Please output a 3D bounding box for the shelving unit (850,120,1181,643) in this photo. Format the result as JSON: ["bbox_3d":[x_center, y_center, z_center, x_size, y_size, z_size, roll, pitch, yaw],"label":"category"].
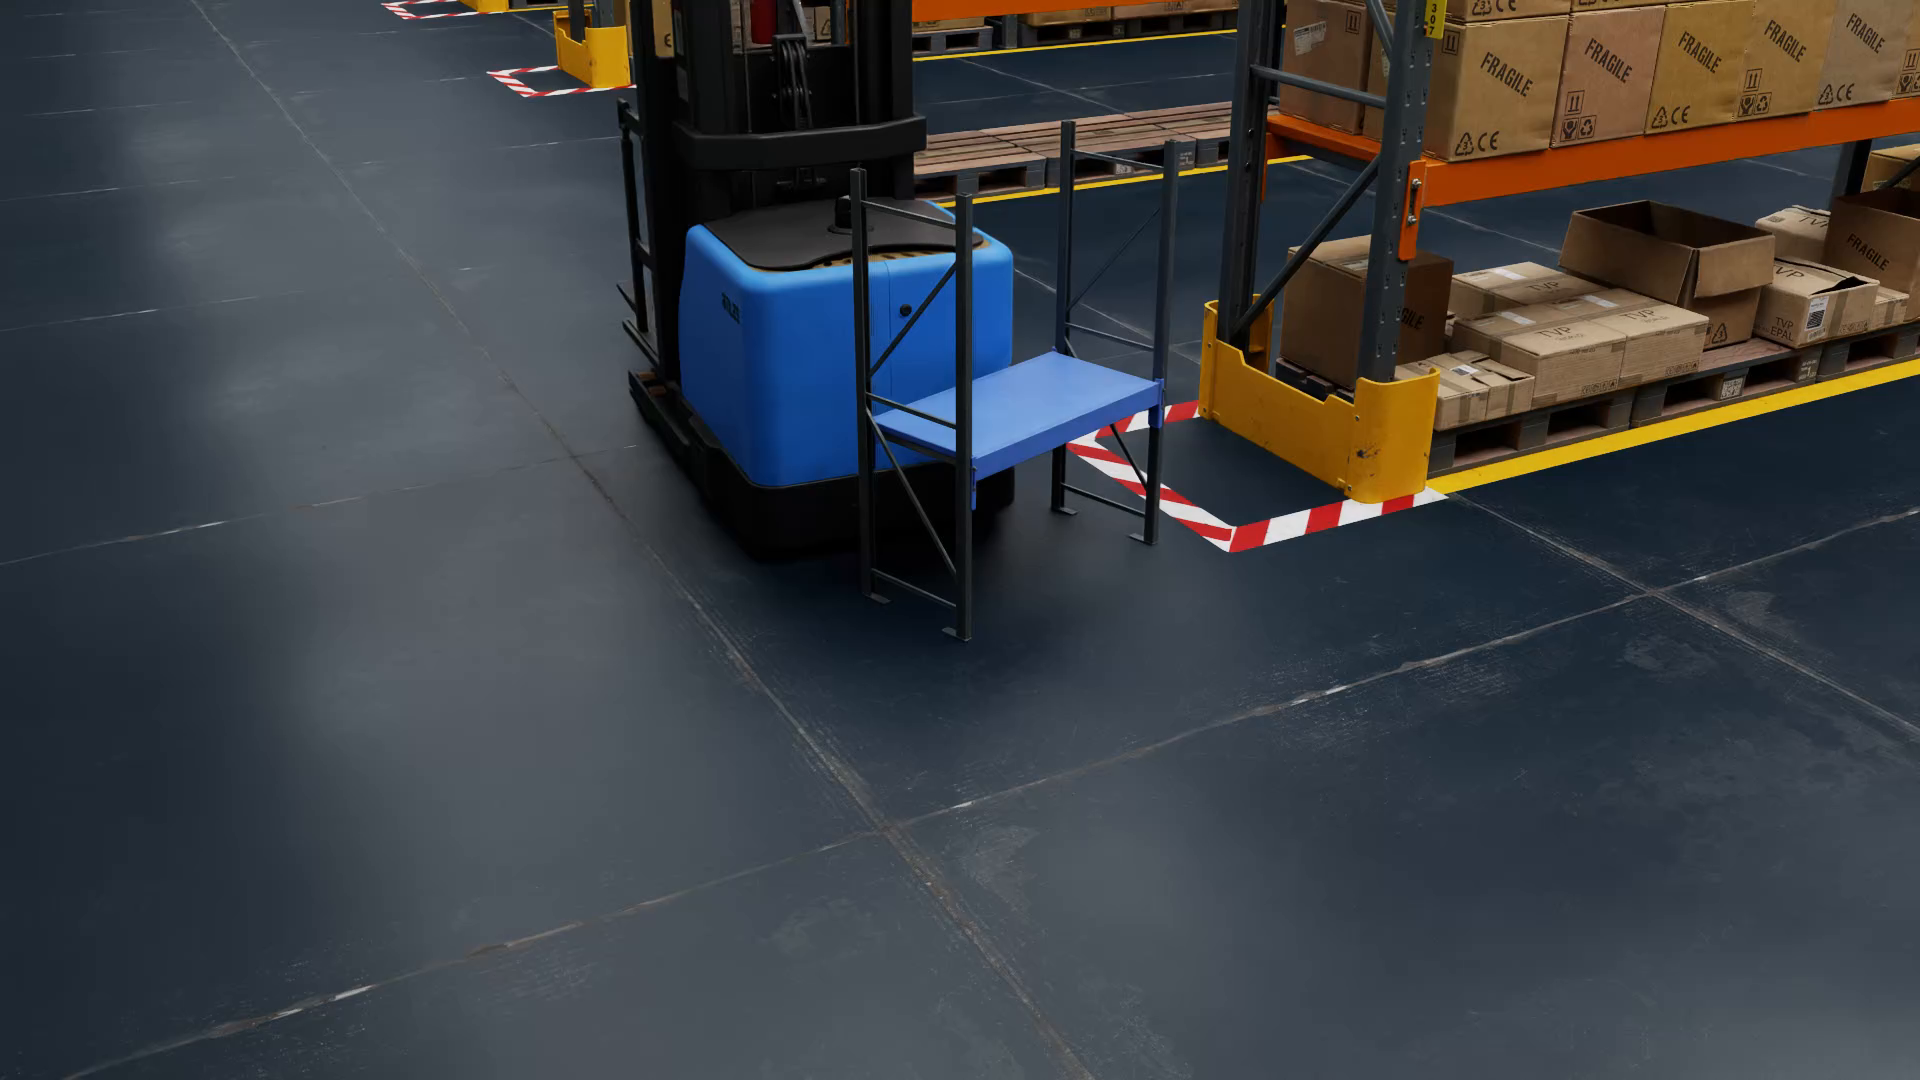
[{"bbox_3d":[0.197,-0.572,5.708,0.538,1.500,1.048,22,34,38],"label":"shelving unit"}]

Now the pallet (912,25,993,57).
[{"bbox_3d":[-0.438,-4.943,16.301,1.213,0.211,1.003,-13,29,-25],"label":"pallet"}]

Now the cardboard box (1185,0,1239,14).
[{"bbox_3d":[2.391,-6.060,17.376,0.875,0.875,1.225,-13,29,-25],"label":"cardboard box"}]

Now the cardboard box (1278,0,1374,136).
[{"bbox_3d":[1.666,-1.967,6.765,0.500,0.500,0.500,-12,28,-24],"label":"cardboard box"}]

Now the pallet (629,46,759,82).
[{"bbox_3d":[-2.591,-4.446,15.266,1.213,0.211,1.003,-13,29,-25],"label":"pallet"}]

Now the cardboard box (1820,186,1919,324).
[{"bbox_3d":[4.559,-1.388,8.055,0.500,0.500,0.500,-13,29,-25],"label":"cardboard box"}]

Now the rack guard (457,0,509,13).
[{"bbox_3d":[-5.437,-6.314,18.823,0.348,0.500,1.175,-13,29,-25],"label":"rack guard"}]

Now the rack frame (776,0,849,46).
[{"bbox_3d":[-0.929,-3.619,10.322,0.127,3.000,1.000,-13,29,-25],"label":"rack frame"}]

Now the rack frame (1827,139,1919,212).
[{"bbox_3d":[4.928,-2.541,8.077,0.127,3.000,1.000,-13,29,-25],"label":"rack frame"}]

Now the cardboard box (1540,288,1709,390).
[{"bbox_3d":[2.895,-0.891,7.309,0.500,0.250,0.500,-13,29,-25],"label":"cardboard box"}]

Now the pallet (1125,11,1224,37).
[{"bbox_3d":[1.993,-5.504,17.470,1.213,0.211,1.003,-13,29,-25],"label":"pallet"}]

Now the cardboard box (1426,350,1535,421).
[{"bbox_3d":[2.151,-0.652,6.908,0.250,0.166,0.380,-13,29,-25],"label":"cardboard box"}]

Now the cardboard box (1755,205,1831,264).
[{"bbox_3d":[4.456,-1.524,8.557,0.500,0.311,0.500,-13,29,-25],"label":"cardboard box"}]

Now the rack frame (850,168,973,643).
[{"bbox_3d":[-0.153,-0.412,5.376,0.500,1.500,0.032,22,34,38],"label":"rack frame"}]

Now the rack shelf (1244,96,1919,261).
[{"bbox_3d":[3.164,-1.809,7.384,4.000,0.370,1.077,-13,29,-25],"label":"rack shelf"}]

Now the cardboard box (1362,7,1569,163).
[{"bbox_3d":[1.915,-1.761,6.337,0.500,0.500,0.500,-12,28,-24],"label":"cardboard box"}]

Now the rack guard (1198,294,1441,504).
[{"bbox_3d":[1.466,-0.615,6.953,0.348,0.500,1.175,-13,29,-25],"label":"rack guard"}]

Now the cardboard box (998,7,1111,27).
[{"bbox_3d":[0.825,-5.695,16.615,0.875,0.875,1.225,-13,29,-25],"label":"cardboard box"}]

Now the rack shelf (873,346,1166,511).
[{"bbox_3d":[0.197,-0.410,5.786,0.538,0.185,1.000,22,34,38],"label":"rack shelf"}]

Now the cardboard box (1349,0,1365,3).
[{"bbox_3d":[1.662,-2.418,6.549,0.500,0.500,0.500,-13,29,-26],"label":"cardboard box"}]

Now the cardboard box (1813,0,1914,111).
[{"bbox_3d":[3.702,-2.175,7.199,0.500,0.500,0.500,-12,28,-24],"label":"cardboard box"}]

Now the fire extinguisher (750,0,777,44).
[{"bbox_3d":[-1.276,-3.559,10.717,0.183,0.674,0.296,-13,29,-25],"label":"fire extinguisher"}]

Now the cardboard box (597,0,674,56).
[{"bbox_3d":[-2.732,-4.903,14.965,0.875,0.875,0.875,-13,29,-25],"label":"cardboard box"}]

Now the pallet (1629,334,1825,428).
[{"bbox_3d":[3.244,-0.894,7.869,1.213,0.211,1.003,-13,29,-25],"label":"pallet"}]

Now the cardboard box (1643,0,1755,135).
[{"bbox_3d":[2.811,-1.969,6.770,0.500,0.500,0.500,-13,29,-25],"label":"cardboard box"}]

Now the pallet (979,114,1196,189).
[{"bbox_3d":[0.892,-2.762,11.758,1.213,0.211,1.003,-13,29,-25],"label":"pallet"}]

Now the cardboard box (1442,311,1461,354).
[{"bbox_3d":[2.162,-0.900,7.425,0.250,0.166,0.380,-13,29,-25],"label":"cardboard box"}]

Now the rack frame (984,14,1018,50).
[{"bbox_3d":[0.270,-6.325,15.958,0.127,3.000,1.000,-13,29,-25],"label":"rack frame"}]

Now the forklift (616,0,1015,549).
[{"bbox_3d":[-0.841,-1.901,6.823,1.130,2.935,3.031,-11,28,-21],"label":"forklift"}]

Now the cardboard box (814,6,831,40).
[{"bbox_3d":[-1.144,-5.269,15.729,0.875,0.875,0.875,-13,29,-25],"label":"cardboard box"}]

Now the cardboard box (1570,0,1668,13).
[{"bbox_3d":[2.372,-2.321,6.348,0.500,0.500,0.500,-13,28,-25],"label":"cardboard box"}]

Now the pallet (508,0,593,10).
[{"bbox_3d":[-4.704,-6.336,19.202,1.213,0.211,1.003,-13,29,-25],"label":"pallet"}]

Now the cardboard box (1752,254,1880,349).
[{"bbox_3d":[3.897,-1.150,7.778,0.500,0.311,0.500,-13,29,-25],"label":"cardboard box"}]
